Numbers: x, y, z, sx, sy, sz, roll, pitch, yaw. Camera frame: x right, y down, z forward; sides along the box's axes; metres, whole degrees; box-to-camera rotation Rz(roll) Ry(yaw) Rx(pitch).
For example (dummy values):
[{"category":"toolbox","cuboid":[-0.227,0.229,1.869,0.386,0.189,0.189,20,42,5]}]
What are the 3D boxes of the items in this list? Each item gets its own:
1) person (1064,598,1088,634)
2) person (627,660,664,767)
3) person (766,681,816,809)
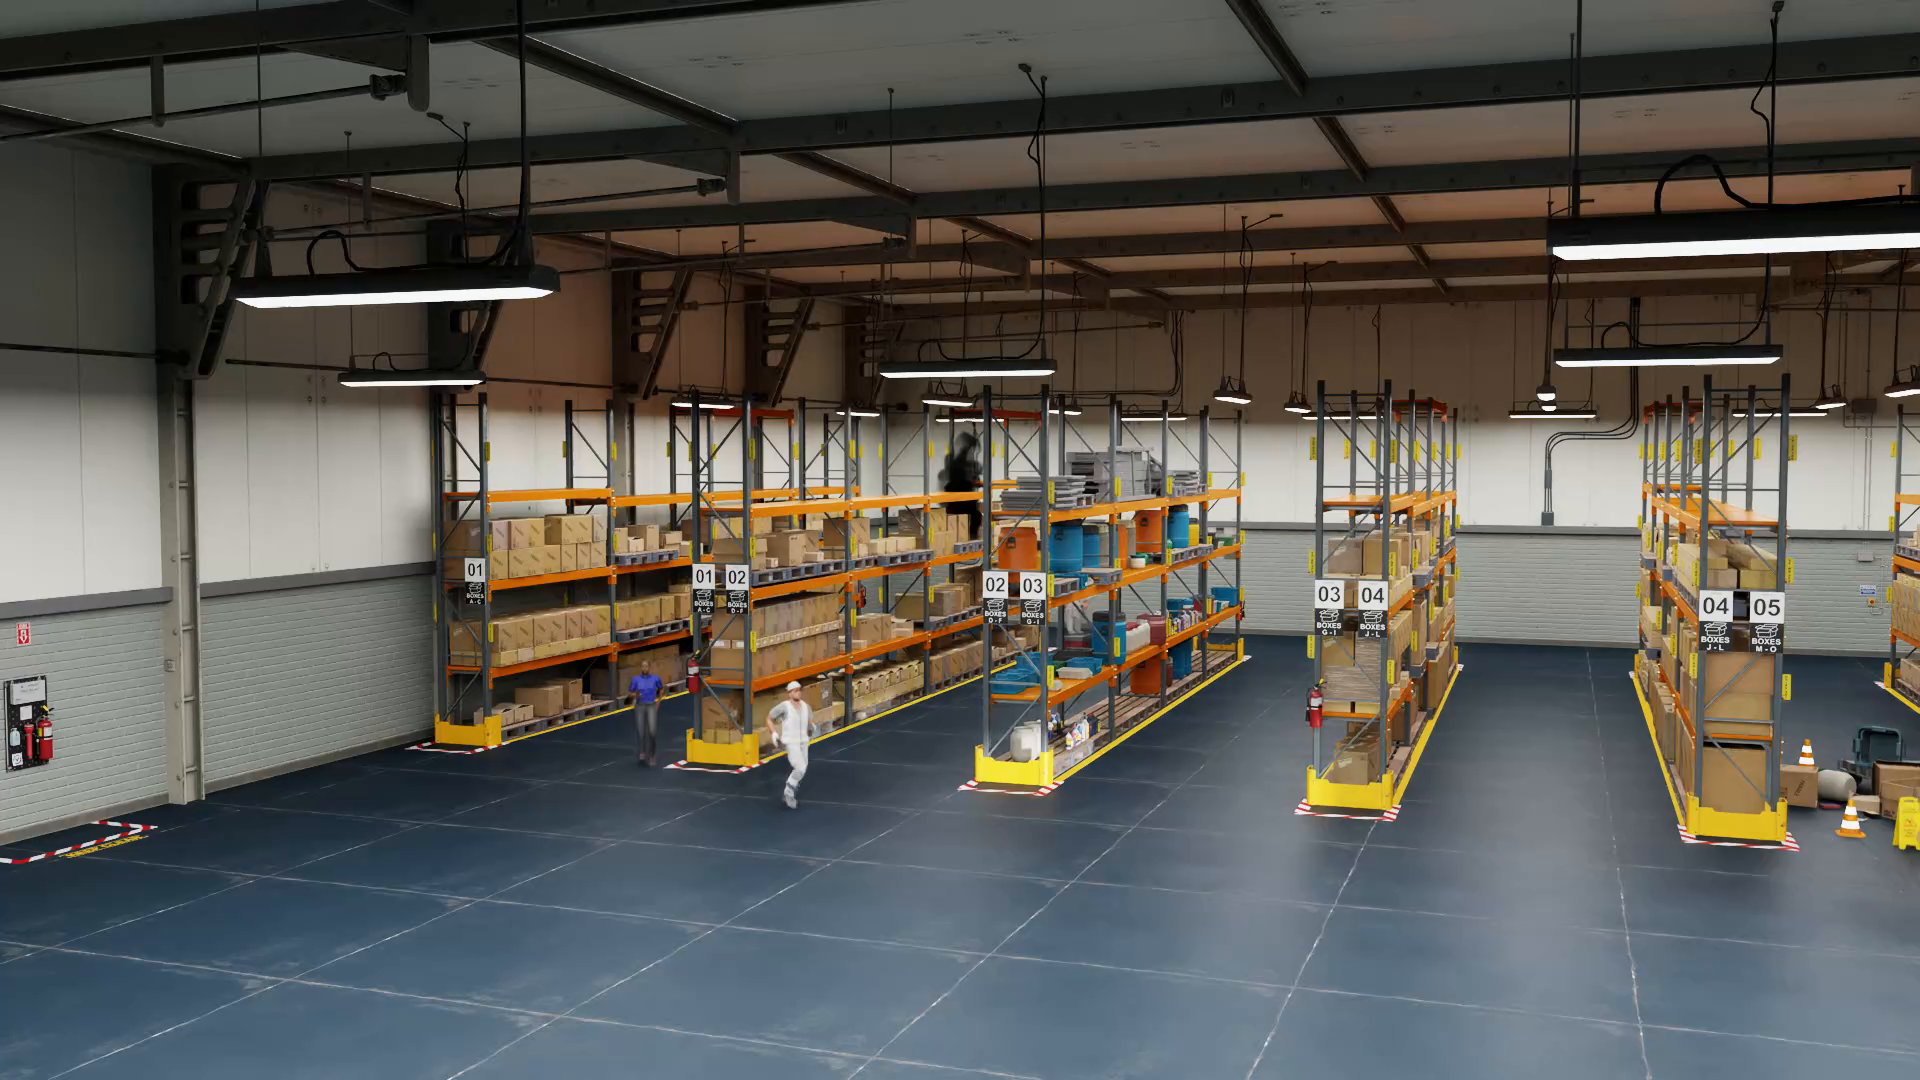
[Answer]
[{"category":"person","cuboid":[2.687,1.760,39.286,0.656,1.759,0.605,1,3,15]},{"category":"person","cuboid":[-5.023,2.778,26.591,0.576,1.714,0.660,0,3,-8]},{"category":"person","cuboid":[-2.290,2.865,23.277,0.650,1.769,0.691,-3,4,-44]}]
